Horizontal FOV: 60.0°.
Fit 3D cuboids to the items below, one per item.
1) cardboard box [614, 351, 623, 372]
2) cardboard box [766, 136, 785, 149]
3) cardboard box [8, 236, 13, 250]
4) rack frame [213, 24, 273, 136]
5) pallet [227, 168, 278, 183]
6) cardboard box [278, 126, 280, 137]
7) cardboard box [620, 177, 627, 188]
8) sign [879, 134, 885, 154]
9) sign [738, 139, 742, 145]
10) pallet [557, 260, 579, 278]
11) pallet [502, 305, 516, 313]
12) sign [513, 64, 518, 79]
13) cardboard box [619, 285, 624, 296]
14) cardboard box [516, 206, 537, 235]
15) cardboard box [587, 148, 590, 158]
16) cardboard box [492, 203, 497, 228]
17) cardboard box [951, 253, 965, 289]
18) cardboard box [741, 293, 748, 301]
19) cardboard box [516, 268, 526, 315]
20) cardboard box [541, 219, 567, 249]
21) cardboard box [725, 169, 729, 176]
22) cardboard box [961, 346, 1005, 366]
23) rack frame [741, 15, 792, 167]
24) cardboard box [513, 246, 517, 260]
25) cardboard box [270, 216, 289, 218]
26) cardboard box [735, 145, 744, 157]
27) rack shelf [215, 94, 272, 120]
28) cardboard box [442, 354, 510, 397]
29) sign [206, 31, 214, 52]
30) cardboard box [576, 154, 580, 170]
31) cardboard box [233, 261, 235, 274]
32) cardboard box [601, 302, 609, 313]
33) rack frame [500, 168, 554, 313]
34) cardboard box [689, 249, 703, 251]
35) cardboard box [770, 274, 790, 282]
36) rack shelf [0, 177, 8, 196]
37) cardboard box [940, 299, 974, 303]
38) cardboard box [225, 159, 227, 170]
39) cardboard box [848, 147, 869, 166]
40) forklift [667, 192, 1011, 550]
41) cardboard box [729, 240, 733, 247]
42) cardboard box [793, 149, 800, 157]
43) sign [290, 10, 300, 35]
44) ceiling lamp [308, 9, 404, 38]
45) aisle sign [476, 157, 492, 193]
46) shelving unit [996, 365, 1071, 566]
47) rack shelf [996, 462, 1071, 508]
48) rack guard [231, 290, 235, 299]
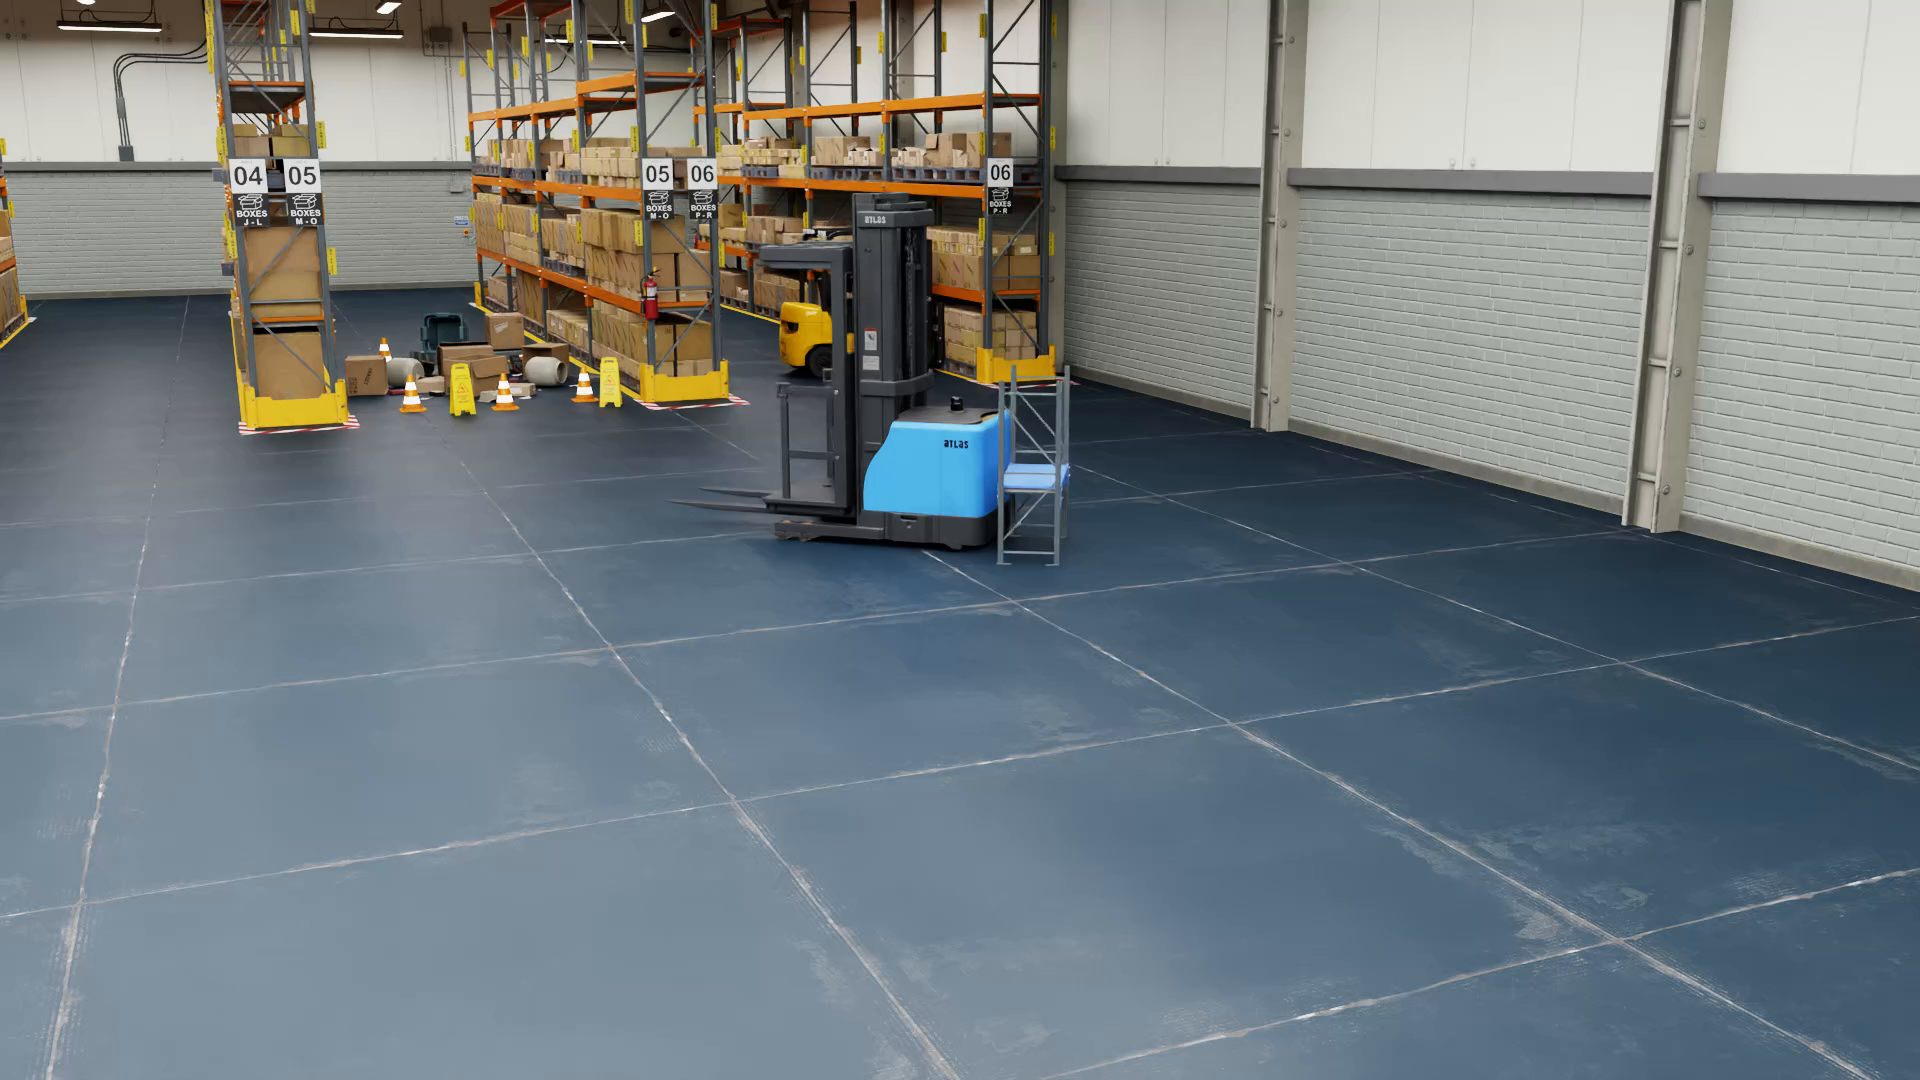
[{"bbox_3d":[-4.711,-2.604,24.135,0.500,0.250,0.500,-6,14,-25],"label":"cardboard box"},{"bbox_3d":[-3.801,-8.191,34.283,0.396,0.266,0.258,-6,14,-24],"label":"cardboard box"},{"bbox_3d":[-18.778,-5.787,32.395,0.500,0.250,0.500,-6,14,-24],"label":"cardboard box"},{"bbox_3d":[-14.630,-9.141,33.910,1.000,3.000,0.127,-6,14,-23],"label":"rack frame"},{"bbox_3d":[-9.505,-4.988,22.812,1.003,0.211,1.213,-6,14,-23],"label":"pallet"},{"bbox_3d":[-8.469,-5.202,21.175,0.380,0.149,0.250,-6,14,-24],"label":"cardboard box"},{"bbox_3d":[-4.514,-4.980,23.141,0.380,0.149,0.250,-6,14,-23],"label":"cardboard box"},{"bbox_3d":[-1.275,-6.472,27.184,0.100,0.325,0.005,-6,14,-23],"label":"sign"},{"bbox_3d":[-5.072,-9.074,38.309,0.100,0.325,0.005,-6,14,-23],"label":"sign"},{"bbox_3d":[-6.100,-4.535,27.737,1.003,0.211,1.213,-6,14,-23],"label":"pallet"},{"bbox_3d":[-8.766,-4.666,34.061,1.003,0.211,1.213,-6,14,-23],"label":"pallet"},{"bbox_3d":[-9.632,-10.149,36.017,0.100,0.325,0.005,-6,14,-23],"label":"sign"},{"bbox_3d":[-4.648,-3.574,23.719,0.380,0.149,0.250,-6,14,-24],"label":"cardboard box"},{"bbox_3d":[-7.979,-5.966,31.058,0.500,0.500,0.500,-6,14,-24],"label":"cardboard box"},{"bbox_3d":[-5.370,-5.789,24.867,0.380,0.149,0.250,-5,14,-21],"label":"cardboard box"},{"bbox_3d":[-9.170,-6.574,33.683,0.500,0.500,0.500,-6,14,-24],"label":"cardboard box"},{"bbox_3d":[0.184,-4.065,25.058,0.500,0.500,0.500,-5,14,-21],"label":"cardboard box"},{"bbox_3d":[-4.478,-5.214,35.635,0.380,0.149,0.250,-6,14,-25],"label":"cardboard box"},{"bbox_3d":[-8.211,-4.909,32.708,0.875,0.875,0.875,-5,14,-21],"label":"cardboard box"},{"bbox_3d":[-6.962,-5.318,28.883,0.500,0.500,0.500,-6,14,-25],"label":"cardboard box"},{"bbox_3d":[-4.877,-7.964,36.030,0.380,0.149,0.250,-5,14,-22],"label":"cardboard box"},{"bbox_3d":[0.343,-2.764,24.825,0.500,0.250,0.500,-6,14,-23],"label":"cardboard box"},{"bbox_3d":[-3.986,-9.232,34.302,1.000,3.000,0.127,-6,14,-23],"label":"rack frame"},{"bbox_3d":[-8.199,-5.458,31.634,0.500,0.250,0.500,-6,14,-23],"label":"cardboard box"},{"bbox_3d":[-9.707,-4.259,23.393,0.875,0.550,0.550,-6,14,-23],"label":"cardboard box"},{"bbox_3d":[-4.409,-8.169,34.923,0.500,0.250,0.500,-6,14,-23],"label":"cardboard box"},{"bbox_3d":[-13.829,-8.376,32.206,1.077,0.370,4.000,-6,14,-23],"label":"rack shelf"},{"bbox_3d":[-6.749,-2.299,23.187,0.637,0.503,0.797,6,14,26],"label":"cardboard box"},{"bbox_3d":[-11.919,-7.931,26.434,0.100,0.325,0.005,-6,14,-23],"label":"sign"},{"bbox_3d":[-5.695,-5.908,25.992,0.500,0.250,0.500,-6,14,-24],"label":"cardboard box"},{"bbox_3d":[-11.493,-4.497,26.928,0.500,0.500,0.500,-5,14,-22],"label":"cardboard box"},{"bbox_3d":[-5.136,-3.470,24.776,0.380,0.149,0.250,-5,14,-21],"label":"cardboard box"},{"bbox_3d":[-8.533,-5.860,33.038,1.000,3.000,0.127,-6,14,-23],"label":"rack frame"},{"bbox_3d":[-3.872,-3.804,23.273,0.500,0.500,0.500,-5,14,-21],"label":"cardboard box"},{"bbox_3d":[-3.669,-5.356,34.034,0.380,0.149,0.250,-6,14,-24],"label":"cardboard box"},{"bbox_3d":[-18.414,-6.489,30.698,1.077,0.370,4.000,-6,14,-23],"label":"rack shelf"},{"bbox_3d":[0.000,-3.715,26.720,0.500,0.250,0.500,-6,14,-23],"label":"cardboard box"},{"bbox_3d":[-8.868,-4.648,20.554,0.380,0.149,0.250,-5,14,-22],"label":"cardboard box"},{"bbox_3d":[-1.602,-6.614,28.686,0.500,0.311,0.500,-6,14,-25],"label":"cardboard box"},{"bbox_3d":[-1.086,-1.523,14.449,3.031,2.935,1.130,4,14,18],"label":"forklift"},{"bbox_3d":[-4.804,-6.440,36.101,0.380,0.149,0.250,-6,14,-24],"label":"cardboard box"},{"bbox_3d":[-2.954,-7.369,31.692,0.380,0.149,0.250,-6,14,-25],"label":"cardboard box"},{"bbox_3d":[-9.305,-7.239,23.269,0.100,0.325,0.005,-6,14,-23],"label":"sign"},{"bbox_3d":[-13.432,-12.789,36.723,2.000,3.185,0.800,-6,14,-23],"label":"ceiling lamp"},{"bbox_3d":[-10.429,-7.942,36.266,0.394,0.787,0.004,-6,14,-23],"label":"aisle sign"},{"bbox_3d":[0.621,-0.642,13.816,0.538,1.500,1.048,2,13,7],"label":"shelving unit"},{"bbox_3d":[0.621,-0.466,13.857,0.538,0.185,1.000,2,13,7],"label":"rack shelf"},{"bbox_3d":[-14.600,-4.985,34.800,1.175,0.500,0.348,-6,14,-23],"label":"rack guard"}]
